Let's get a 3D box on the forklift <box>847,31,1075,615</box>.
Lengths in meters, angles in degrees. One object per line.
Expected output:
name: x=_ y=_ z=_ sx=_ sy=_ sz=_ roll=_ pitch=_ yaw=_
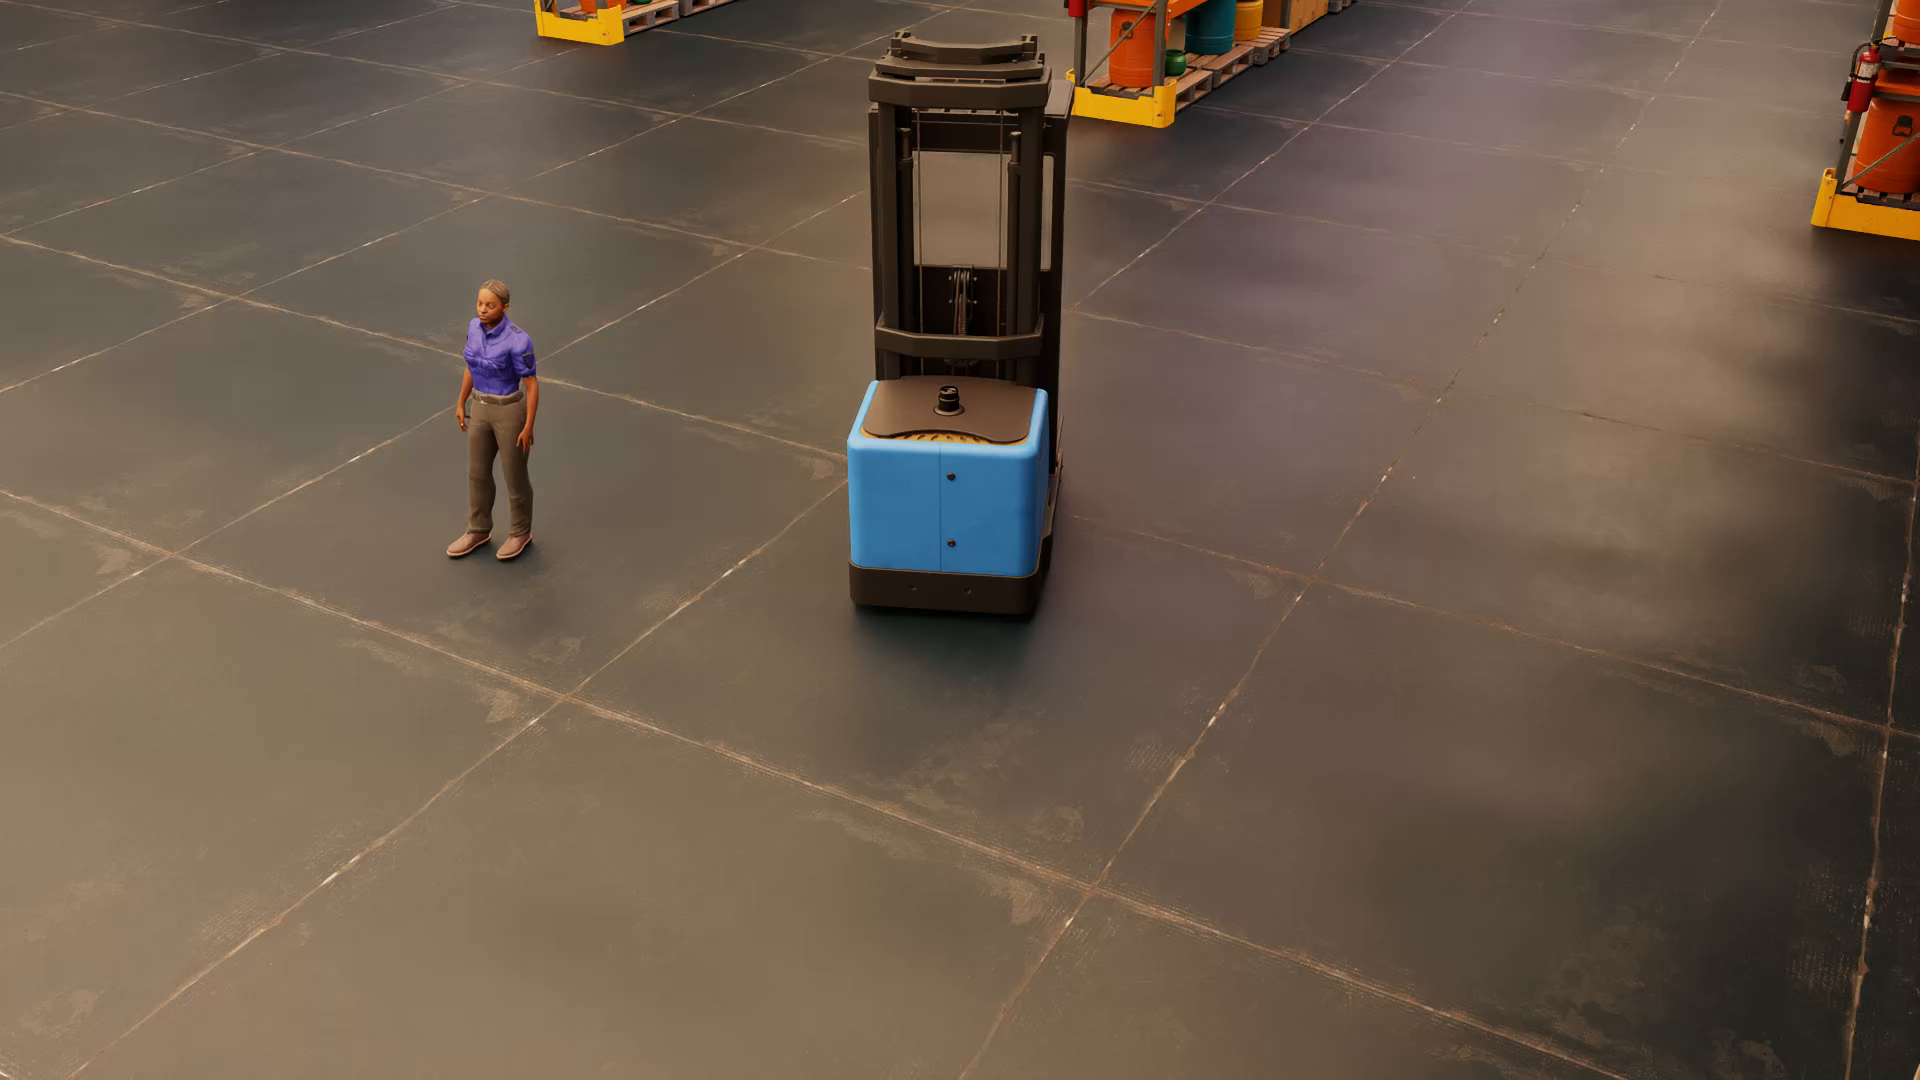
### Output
forklift: x=0.072 y=-1.572 z=9.794 sx=1.130 sy=2.935 sz=3.031 roll=3 pitch=30 yaw=6

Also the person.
person: x=-2.688 y=-0.668 z=9.491 sx=0.570 sy=1.654 sz=0.504 roll=15 pitch=33 yaw=24
